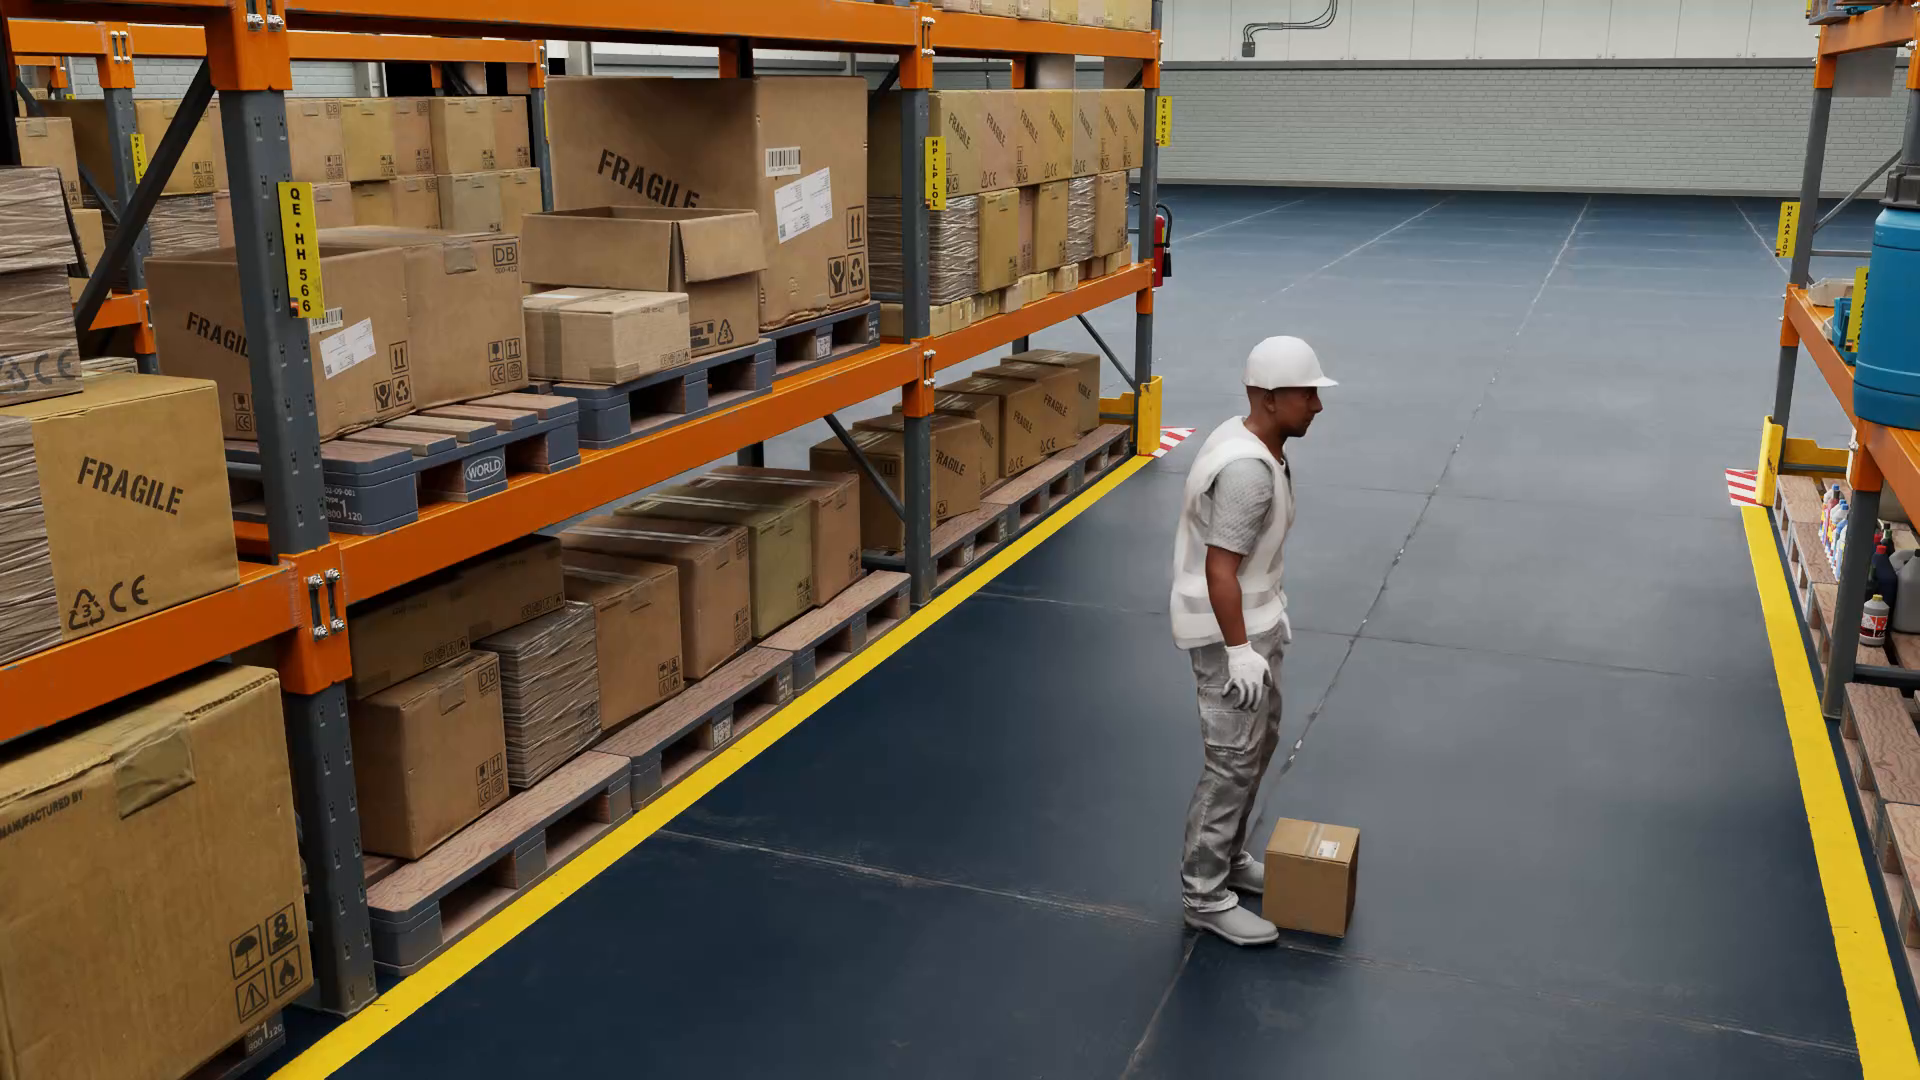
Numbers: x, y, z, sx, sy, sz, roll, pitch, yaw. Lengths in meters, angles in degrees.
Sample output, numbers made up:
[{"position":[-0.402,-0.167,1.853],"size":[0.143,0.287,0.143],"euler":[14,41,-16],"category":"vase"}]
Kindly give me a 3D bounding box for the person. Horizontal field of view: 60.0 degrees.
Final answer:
[{"position":[0.862,0.276,4.986],"size":[0.443,1.776,0.631],"euler":[5,16,18],"category":"person"}]
